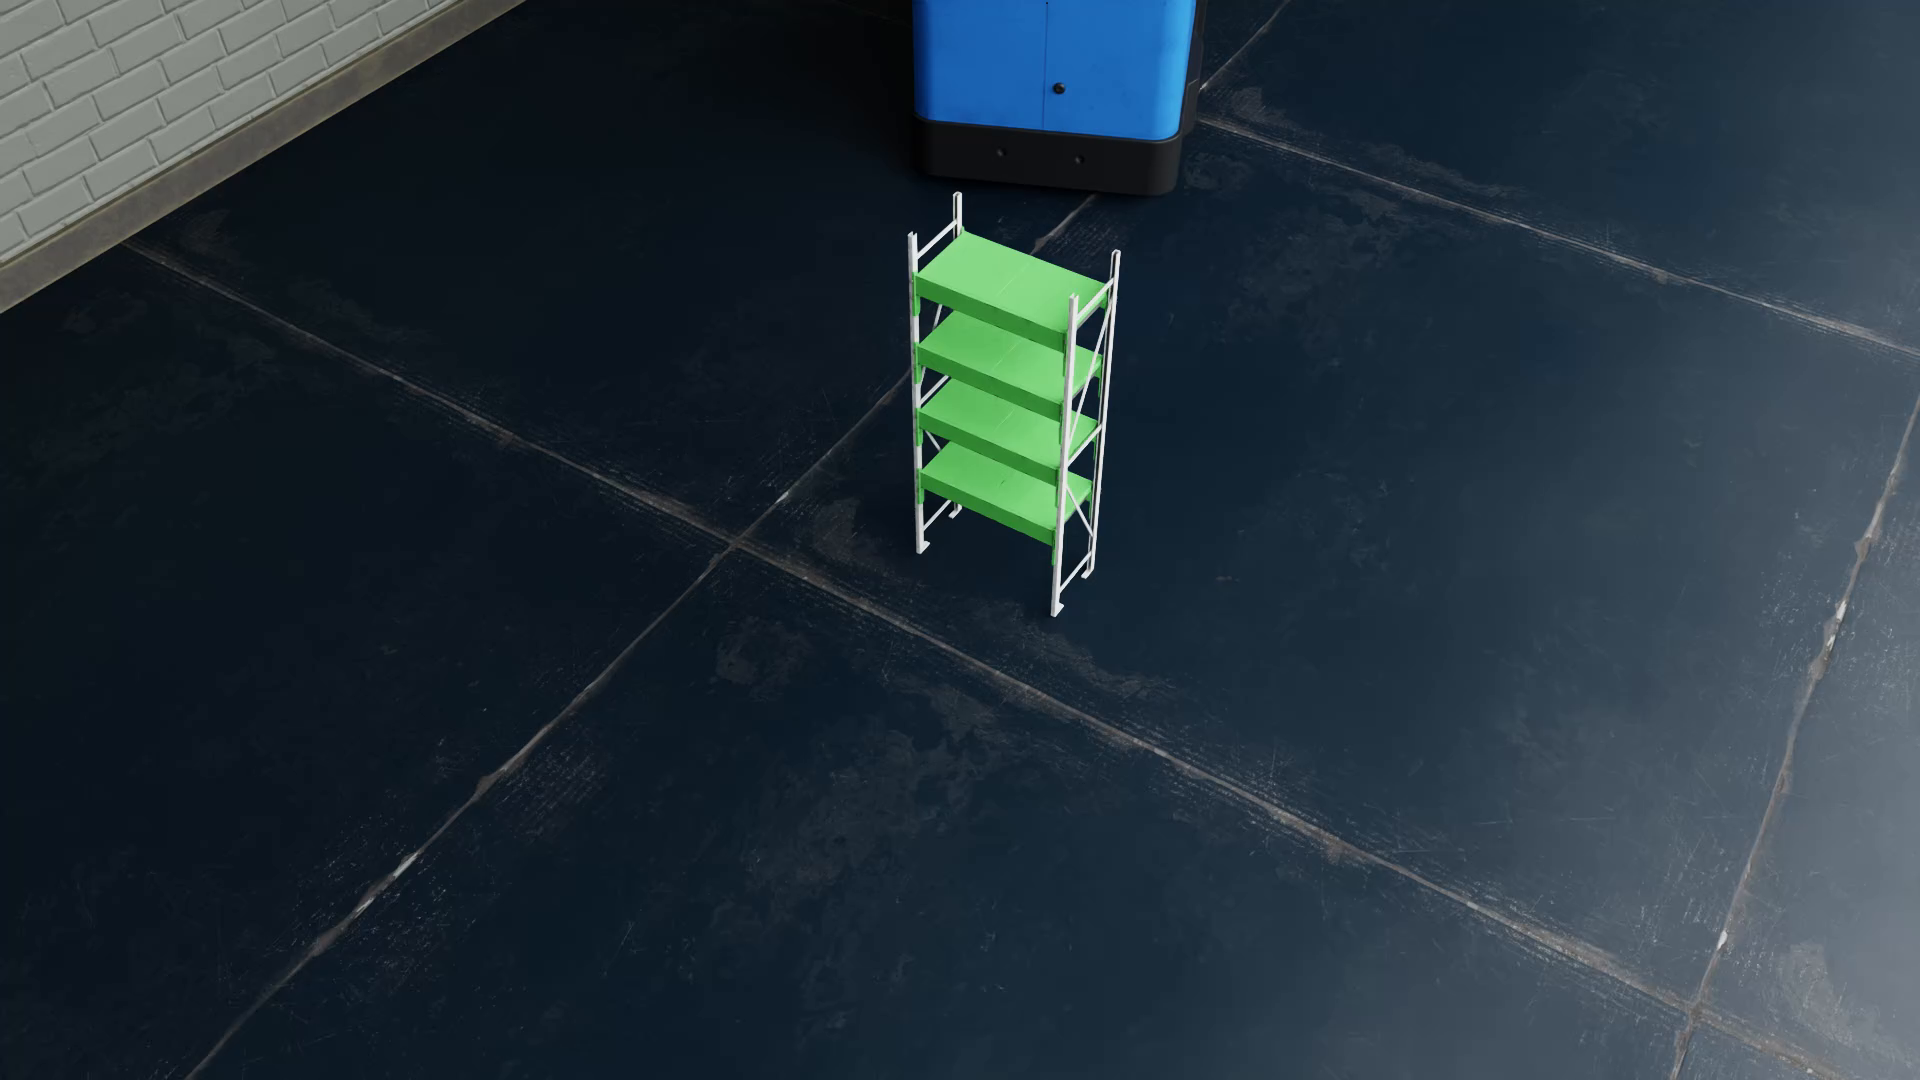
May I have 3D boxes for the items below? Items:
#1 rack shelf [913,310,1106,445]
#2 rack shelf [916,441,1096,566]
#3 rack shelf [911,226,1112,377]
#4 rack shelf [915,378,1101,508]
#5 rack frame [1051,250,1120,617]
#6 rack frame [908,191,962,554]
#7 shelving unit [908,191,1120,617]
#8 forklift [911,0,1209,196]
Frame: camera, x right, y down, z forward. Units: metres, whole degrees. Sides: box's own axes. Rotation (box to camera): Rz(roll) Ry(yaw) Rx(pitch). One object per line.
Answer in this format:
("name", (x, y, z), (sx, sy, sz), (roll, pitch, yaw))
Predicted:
("rack shelf", (0.139, -0.477, 4.631), (0.480, 0.148, 0.258), (25, 51, 22))
("rack shelf", (0.139, -0.142, 4.975), (0.480, 0.148, 0.258), (25, 51, 22))
("rack shelf", (0.139, -0.644, 4.459), (0.480, 0.148, 0.258), (25, 51, 22))
("rack shelf", (0.139, -0.310, 4.803), (0.480, 0.148, 0.258), (25, 51, 22))
("rack frame", (0.345, -0.260, 4.666), (0.015, 1.200, 0.240), (25, 51, 22))
("rack frame", (-0.066, -0.449, 4.849), (0.015, 1.200, 0.240), (25, 51, 22))
("shelving unit", (0.139, -0.354, 4.757), (0.503, 1.200, 0.258), (25, 51, 22))
("forklift", (0.561, -3.424, 6.534), (1.130, 2.935, 3.031), (7, 46, 7))
